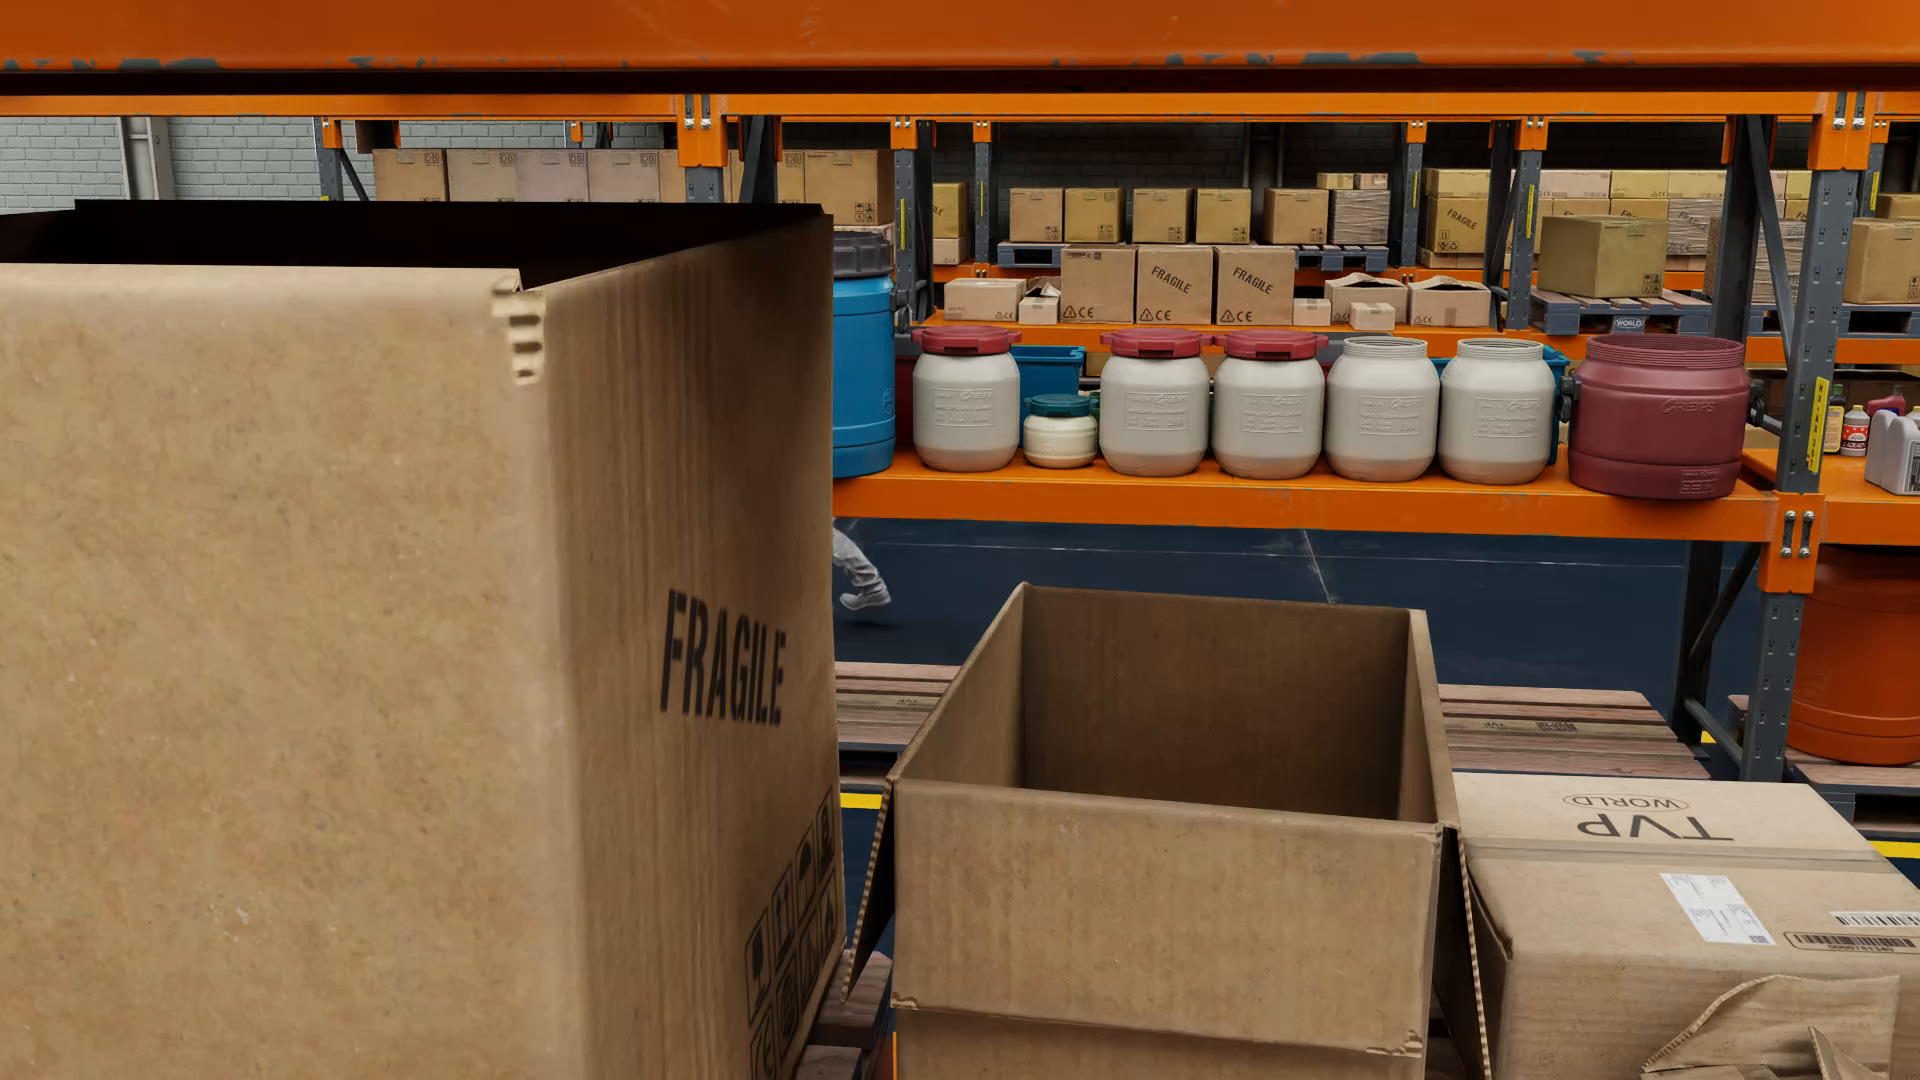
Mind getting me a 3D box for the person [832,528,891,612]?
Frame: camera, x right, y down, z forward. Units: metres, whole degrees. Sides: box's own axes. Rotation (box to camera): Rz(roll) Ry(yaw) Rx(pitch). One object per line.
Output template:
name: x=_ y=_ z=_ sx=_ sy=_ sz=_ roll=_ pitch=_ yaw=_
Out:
person: x=-0.959 y=-0.379 z=8.687 sx=1.162 sy=1.709 sz=0.613 roll=2 pitch=14 yaw=9
